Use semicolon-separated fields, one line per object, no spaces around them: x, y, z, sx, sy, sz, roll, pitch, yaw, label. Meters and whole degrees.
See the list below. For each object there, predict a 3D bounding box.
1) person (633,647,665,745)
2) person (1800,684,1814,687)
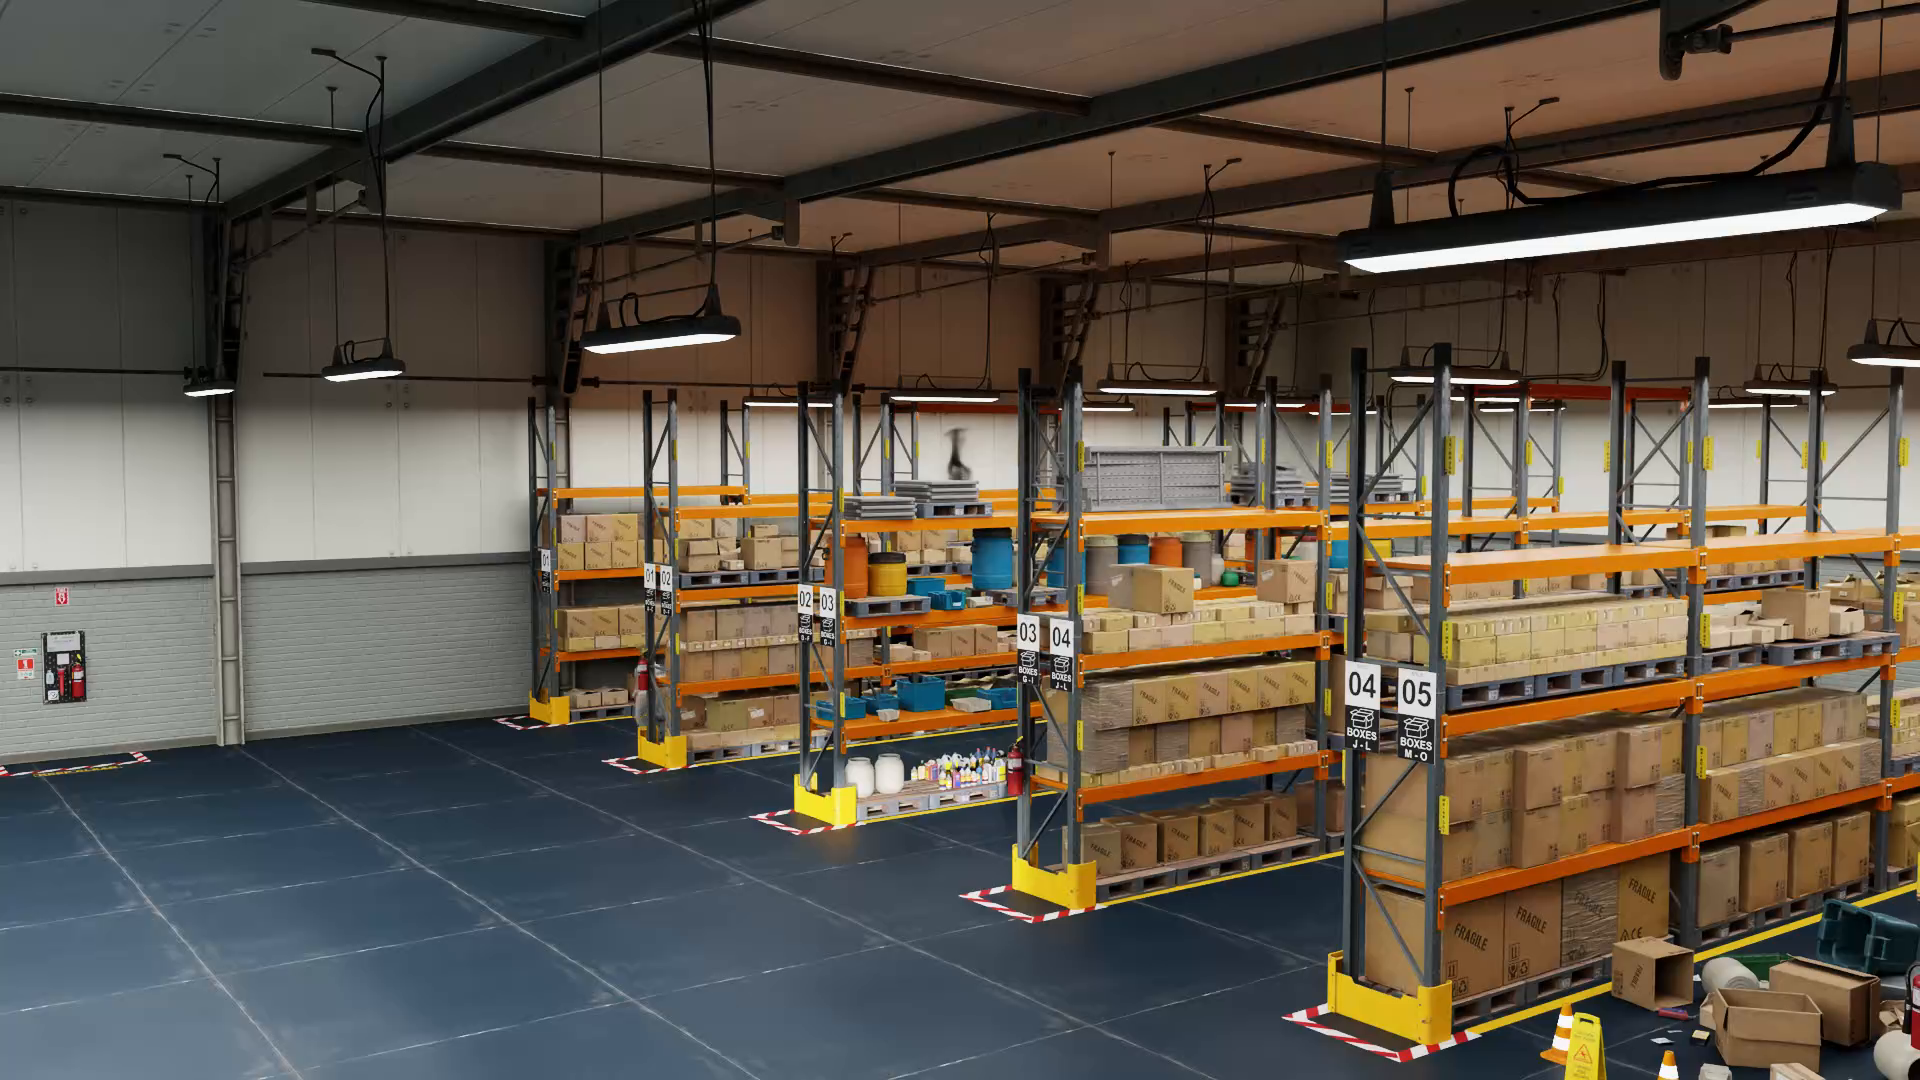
-5.359;2.654;28.649;0.603;1.668;0.767;1;4;24;person
12.159;2.929;23.940;0.880;1.679;0.711;-3;4;-37;person
